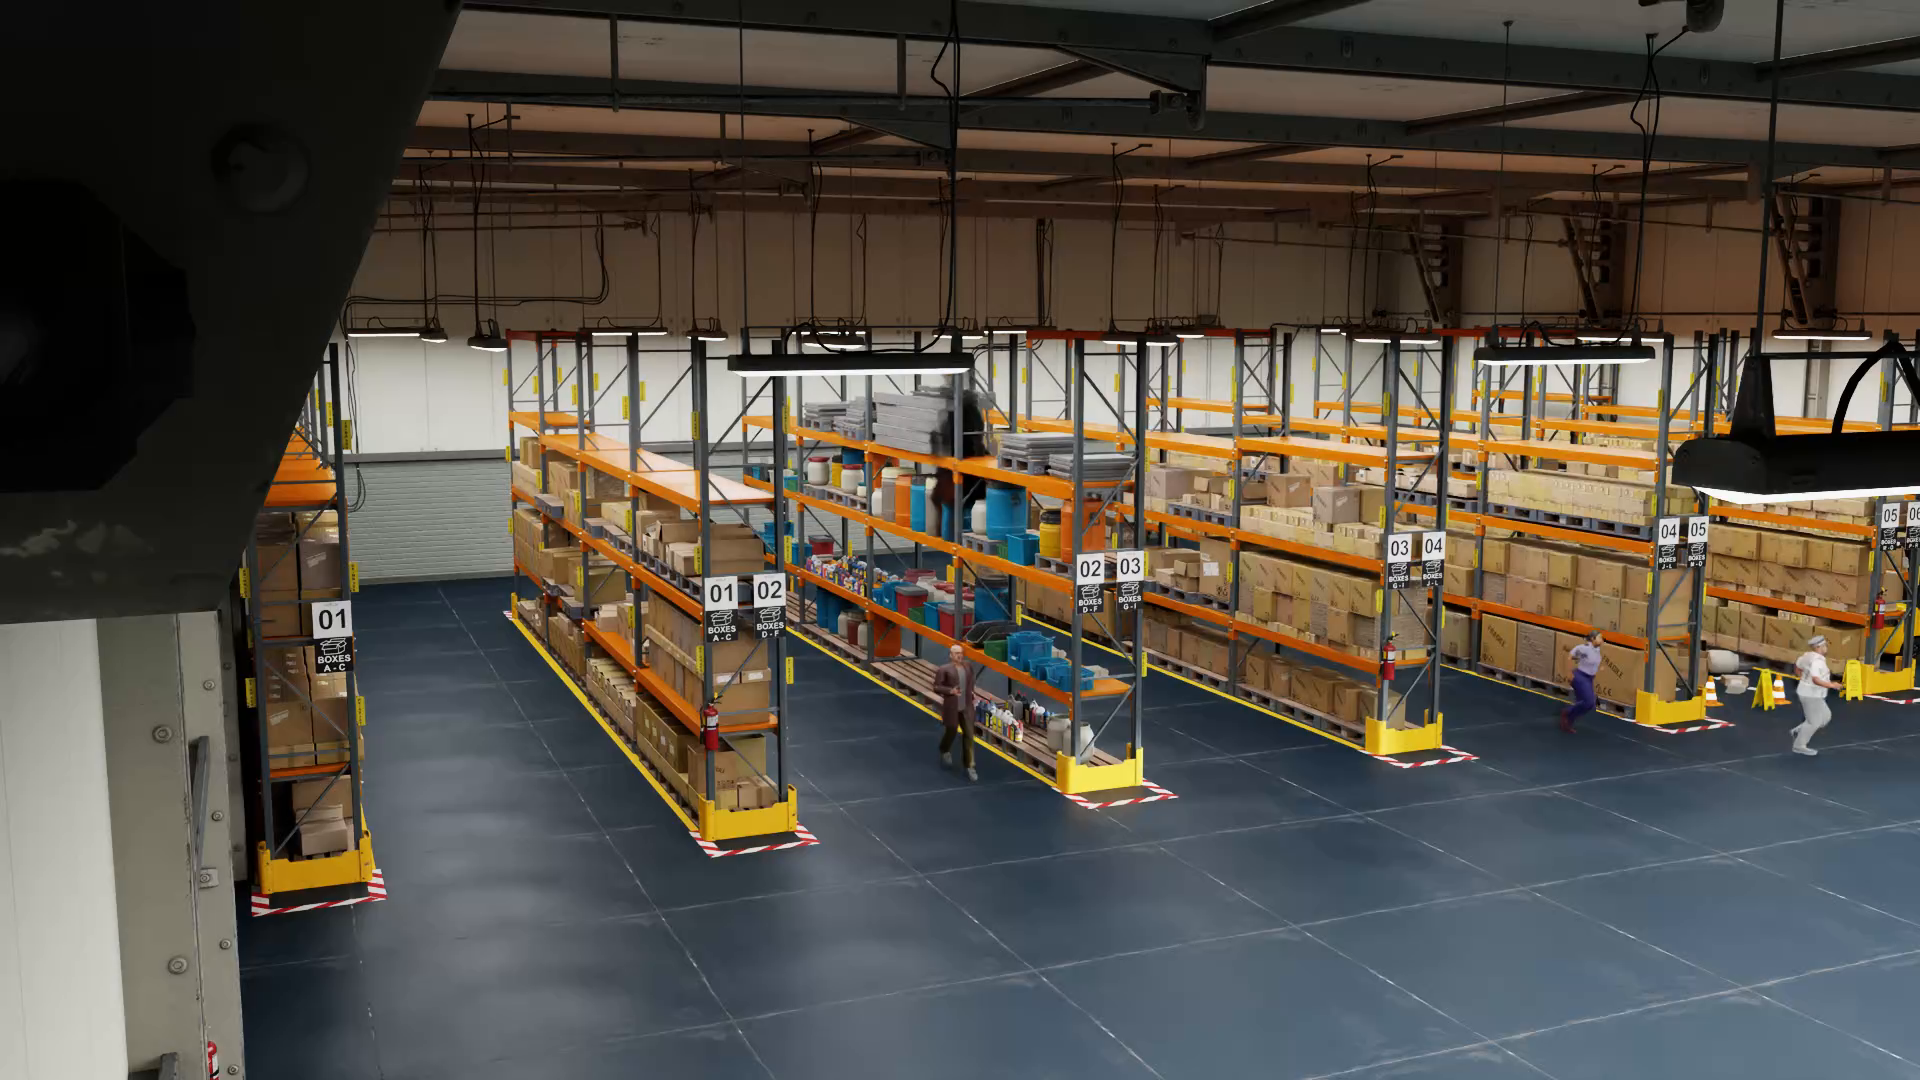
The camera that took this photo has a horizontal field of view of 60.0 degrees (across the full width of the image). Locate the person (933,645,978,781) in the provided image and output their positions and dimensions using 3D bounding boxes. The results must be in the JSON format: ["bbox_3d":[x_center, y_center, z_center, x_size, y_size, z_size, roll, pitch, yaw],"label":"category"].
[{"bbox_3d":[-0.042,2.329,22.922,0.684,1.811,1.022,-3,8,-22],"label":"person"}]

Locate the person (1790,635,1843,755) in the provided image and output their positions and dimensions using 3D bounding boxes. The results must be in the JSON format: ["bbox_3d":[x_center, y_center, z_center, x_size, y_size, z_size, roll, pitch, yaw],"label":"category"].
[{"bbox_3d":[12.317,2.227,23.877,0.606,1.748,0.644,3,8,18],"label":"person"}]

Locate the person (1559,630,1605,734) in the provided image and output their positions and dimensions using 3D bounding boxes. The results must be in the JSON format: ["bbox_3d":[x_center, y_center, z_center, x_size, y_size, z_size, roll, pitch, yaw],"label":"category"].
[{"bbox_3d":[9.468,2.142,25.229,0.602,1.567,0.572,6,10,39],"label":"person"}]

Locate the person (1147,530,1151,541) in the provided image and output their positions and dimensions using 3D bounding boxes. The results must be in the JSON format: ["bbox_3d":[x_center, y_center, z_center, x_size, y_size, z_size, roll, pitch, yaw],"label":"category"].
[{"bbox_3d":[4.575,-0.130,41.522,0.560,1.671,0.648,-6,10,-36],"label":"person"}]
